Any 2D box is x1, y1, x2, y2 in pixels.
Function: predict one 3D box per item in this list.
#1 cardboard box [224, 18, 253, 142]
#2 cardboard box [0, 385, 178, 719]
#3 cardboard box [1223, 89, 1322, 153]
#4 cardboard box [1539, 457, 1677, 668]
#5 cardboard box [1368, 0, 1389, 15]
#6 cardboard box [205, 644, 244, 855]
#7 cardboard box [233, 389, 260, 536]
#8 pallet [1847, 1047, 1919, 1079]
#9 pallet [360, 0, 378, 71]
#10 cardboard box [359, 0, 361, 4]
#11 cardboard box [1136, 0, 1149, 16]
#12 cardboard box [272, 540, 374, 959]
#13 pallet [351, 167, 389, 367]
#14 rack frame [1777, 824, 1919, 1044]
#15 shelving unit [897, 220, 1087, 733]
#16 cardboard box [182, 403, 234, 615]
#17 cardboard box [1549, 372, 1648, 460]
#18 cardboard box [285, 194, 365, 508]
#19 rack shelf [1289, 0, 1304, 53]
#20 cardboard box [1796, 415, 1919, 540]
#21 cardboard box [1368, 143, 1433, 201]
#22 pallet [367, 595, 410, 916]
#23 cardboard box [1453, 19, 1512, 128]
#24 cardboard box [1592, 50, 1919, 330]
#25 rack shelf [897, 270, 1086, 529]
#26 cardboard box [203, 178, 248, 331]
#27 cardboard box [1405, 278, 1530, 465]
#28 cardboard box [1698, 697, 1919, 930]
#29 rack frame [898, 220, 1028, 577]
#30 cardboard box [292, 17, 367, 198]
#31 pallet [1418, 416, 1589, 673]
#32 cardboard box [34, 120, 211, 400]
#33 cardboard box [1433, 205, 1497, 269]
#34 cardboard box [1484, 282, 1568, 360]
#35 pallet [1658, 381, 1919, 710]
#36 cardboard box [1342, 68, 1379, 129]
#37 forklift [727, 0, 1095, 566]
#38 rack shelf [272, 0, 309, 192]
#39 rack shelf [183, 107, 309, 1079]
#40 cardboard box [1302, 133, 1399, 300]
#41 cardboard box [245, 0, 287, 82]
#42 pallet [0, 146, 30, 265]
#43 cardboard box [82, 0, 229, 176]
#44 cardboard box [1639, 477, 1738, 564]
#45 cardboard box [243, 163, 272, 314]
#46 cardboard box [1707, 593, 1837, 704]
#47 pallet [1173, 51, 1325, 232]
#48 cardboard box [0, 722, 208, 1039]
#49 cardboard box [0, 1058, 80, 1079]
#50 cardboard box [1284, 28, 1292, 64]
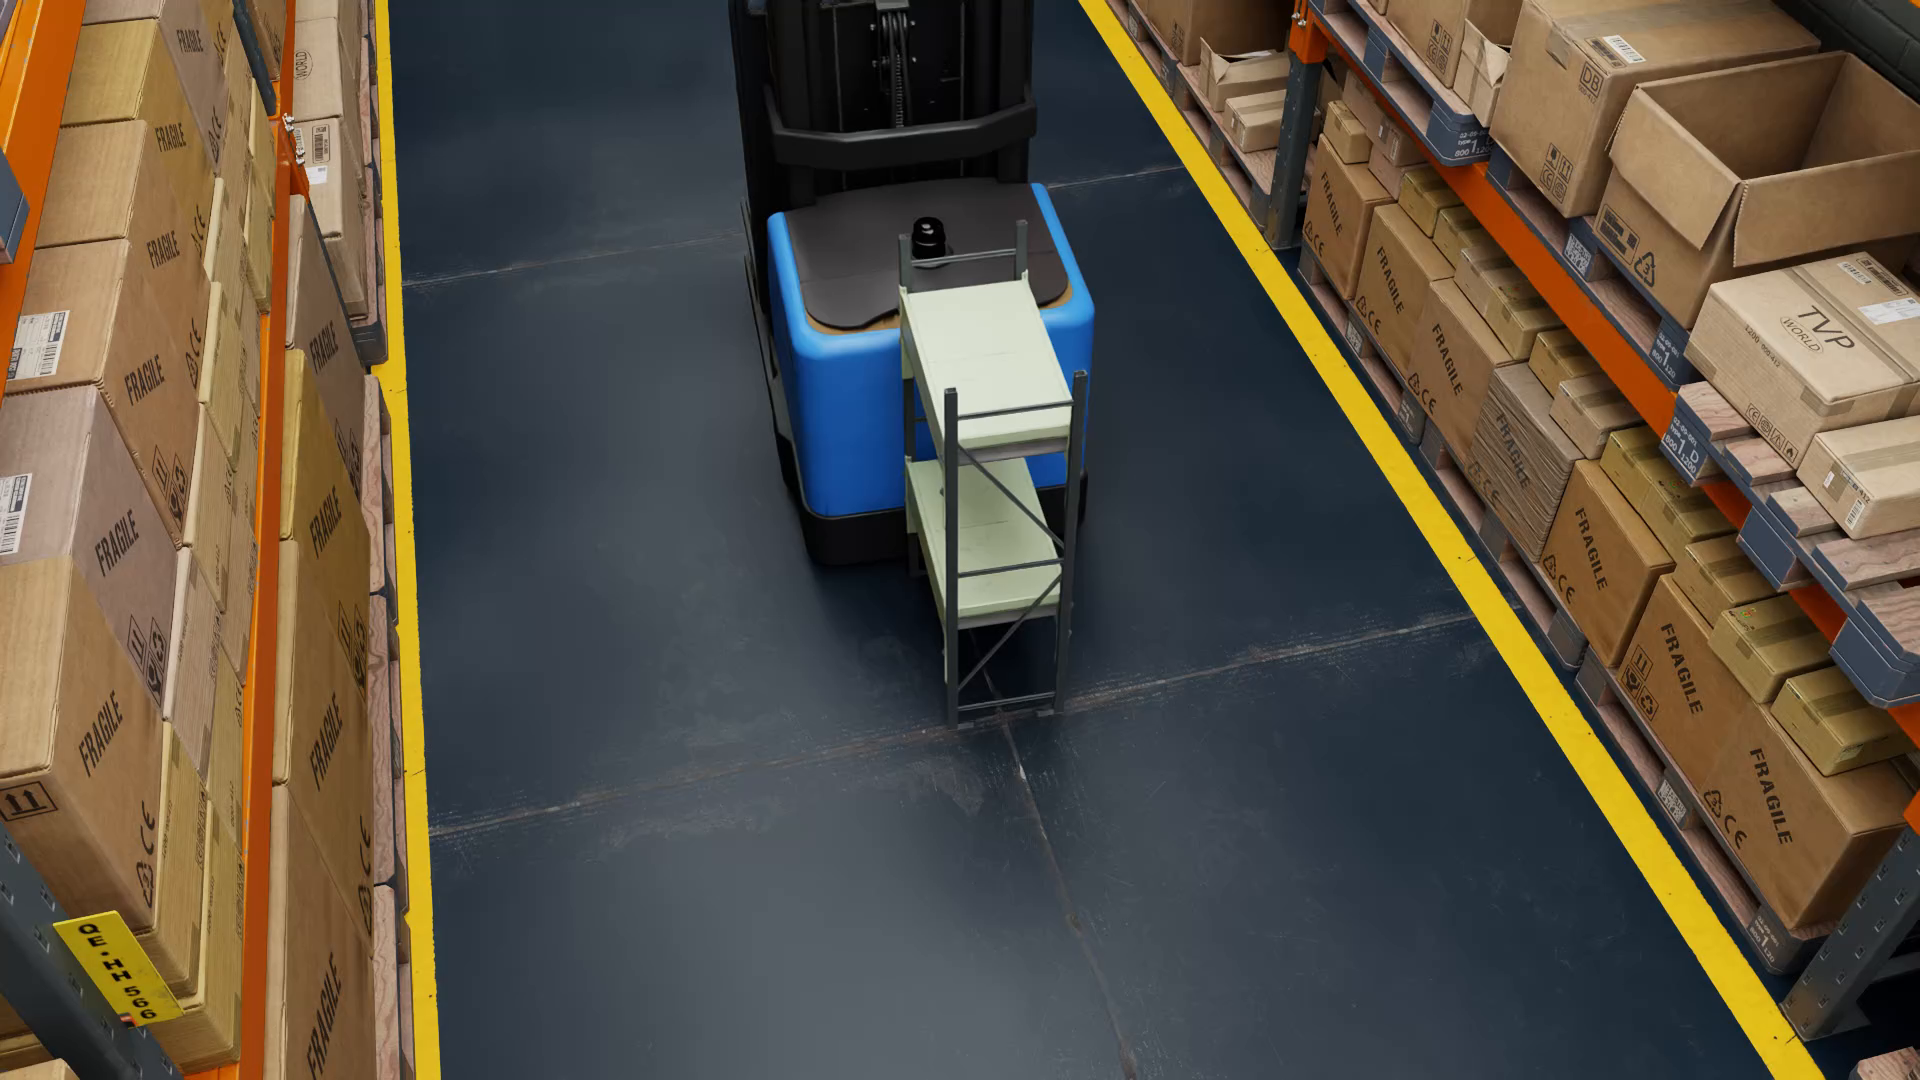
[{"bbox_3d":[-2.565,-1.438,5.314,0.500,0.250,0.500,-11,47,-10],"label":"cardboard box"},{"bbox_3d":[-1.915,0.076,3.305,0.500,0.500,0.500,-11,47,-10],"label":"cardboard box"},{"bbox_3d":[1.458,-1.965,7.778,0.380,0.149,0.250,-12,47,-12],"label":"cardboard box"},{"bbox_3d":[2.338,0.043,5.563,0.500,0.500,0.500,-9,46,-9],"label":"cardboard box"},{"bbox_3d":[1.792,-2.292,6.032,0.700,0.500,0.500,-10,46,-9],"label":"cardboard box"},{"bbox_3d":[-1.919,0.504,3.761,0.500,0.250,0.500,-12,47,-11],"label":"cardboard box"},{"bbox_3d":[-2.178,-0.199,4.450,0.500,0.250,0.500,-11,47,-10],"label":"cardboard box"},{"bbox_3d":[3.082,1.828,4.311,1.003,0.211,1.213,-11,47,-10],"label":"pallet"},{"bbox_3d":[-3.656,-2.823,8.869,1.003,0.211,1.213,-11,47,-10],"label":"pallet"},{"bbox_3d":[-3.671,-3.149,8.736,0.875,0.438,0.875,-12,47,-12],"label":"cardboard box"},{"bbox_3d":[1.146,-3.099,8.643,0.500,0.500,0.500,-10,46,-10],"label":"cardboard box"},{"bbox_3d":[-2.209,0.675,4.682,0.875,0.875,0.875,-10,46,-10],"label":"cardboard box"},{"bbox_3d":[-3.032,-1.138,7.218,1.003,0.211,1.213,-11,47,-10],"label":"pallet"},{"bbox_3d":[2.909,0.276,3.879,1.000,3.000,0.127,-11,47,-10],"label":"rack frame"},{"bbox_3d":[0.082,-0.167,5.364,0.431,1.500,0.755,-8,46,-8],"label":"shelving unit"},{"bbox_3d":[-2.027,-0.034,3.938,0.500,0.250,0.500,-11,47,-10],"label":"cardboard box"},{"bbox_3d":[2.225,-0.438,5.581,0.380,0.149,0.250,-13,47,-12],"label":"cardboard box"},{"bbox_3d":[-2.677,-0.565,5.897,0.875,0.875,0.875,-9,46,-9],"label":"cardboard box"},{"bbox_3d":[1.373,-3.614,8.195,1.077,0.370,4.000,-11,47,-10],"label":"rack shelf"},{"bbox_3d":[2.370,-0.166,4.194,0.380,0.149,0.250,-10,46,-10],"label":"cardboard box"},{"bbox_3d":[1.865,-1.511,6.632,0.380,0.149,0.250,-12,47,-11],"label":"cardboard box"},{"bbox_3d":[-2.326,0.764,5.354,1.003,0.211,1.213,-11,47,-10],"label":"pallet"},{"bbox_3d":[1.869,-1.556,5.475,0.396,0.266,0.258,-9,46,-8],"label":"cardboard box"},{"bbox_3d":[2.312,-1.000,4.763,0.797,0.503,0.637,-12,47,-11],"label":"cardboard box"},{"bbox_3d":[0.082,-0.441,5.085,0.431,0.370,0.720,-8,46,-8],"label":"rack shelf"},{"bbox_3d":[-2.291,-0.737,4.627,0.500,0.250,0.500,-10,46,-9],"label":"cardboard box"},{"bbox_3d":[2.060,-0.671,6.263,0.500,0.500,0.500,-12,47,-11],"label":"cardboard box"},{"bbox_3d":[2.593,0.752,4.869,0.500,0.500,0.500,-9,46,-9],"label":"cardboard box"},{"bbox_3d":[0.010,-0.424,5.615,0.400,1.500,0.023,-8,46,-8],"label":"rack frame"},{"bbox_3d":[-3.199,-1.896,7.508,0.875,0.438,0.875,-12,47,-11],"label":"cardboard box"},{"bbox_3d":[2.445,-0.111,6.211,1.003,0.211,1.213,-11,47,-10],"label":"pallet"},{"bbox_3d":[-2.158,-0.633,4.000,0.500,0.500,0.500,-10,46,-10],"label":"cardboard box"},{"bbox_3d":[2.025,-1.149,6.278,0.380,0.149,0.250,-11,47,-11],"label":"cardboard box"},{"bbox_3d":[2.114,-0.798,5.934,0.380,0.149,0.250,-9,46,-9],"label":"cardboard box"},{"bbox_3d":[2.667,-0.112,4.393,1.213,0.211,1.003,-11,47,-10],"label":"pallet"},{"bbox_3d":[1.778,-1.803,6.711,0.380,0.149,0.250,-11,47,-11],"label":"cardboard box"},{"bbox_3d":[-0.326,-2.003,6.160,1.130,2.935,3.031,-8,46,-8],"label":"forklift"},{"bbox_3d":[-3.425,-2.704,7.303,1.077,0.370,4.000,-11,47,-10],"label":"rack shelf"},{"bbox_3d":[-2.401,0.058,4.597,1.077,0.370,4.000,-11,47,-10],"label":"rack shelf"},{"bbox_3d":[1.791,-1.382,6.960,0.500,0.500,0.500,-9,46,-9],"label":"cardboard box"},{"bbox_3d":[-2.780,-1.982,6.022,0.500,0.500,0.500,-9,46,-9],"label":"cardboard box"},{"bbox_3d":[-2.105,-0.232,2.409,1.213,0.211,1.003,-9,46,-8],"label":"pallet"},{"bbox_3d":[-2.416,-1.342,4.694,0.500,0.500,0.500,-10,46,-10],"label":"cardboard box"},{"bbox_3d":[2.389,-0.081,5.231,0.380,0.149,0.250,-9,46,-9],"label":"cardboard box"},{"bbox_3d":[-2.425,-0.907,5.144,0.500,0.250,0.500,-11,47,-11],"label":"cardboard box"},{"bbox_3d":[2.438,0.300,4.858,0.380,0.149,0.250,-13,47,-12],"label":"cardboard box"},{"bbox_3d":[1.710,-1.983,8.046,1.003,0.211,1.213,-11,47,-10],"label":"pallet"},{"bbox_3d":[-1.780,0.669,3.249,0.500,0.250,0.500,-11,47,-11],"label":"cardboard box"},{"bbox_3d":[-1.504,1.164,2.437,0.500,0.500,0.500,-12,47,-11],"label":"cardboard box"},{"bbox_3d":[1.833,-2.433,8.236,0.380,0.149,0.250,-11,47,-11],"label":"cardboard box"}]
